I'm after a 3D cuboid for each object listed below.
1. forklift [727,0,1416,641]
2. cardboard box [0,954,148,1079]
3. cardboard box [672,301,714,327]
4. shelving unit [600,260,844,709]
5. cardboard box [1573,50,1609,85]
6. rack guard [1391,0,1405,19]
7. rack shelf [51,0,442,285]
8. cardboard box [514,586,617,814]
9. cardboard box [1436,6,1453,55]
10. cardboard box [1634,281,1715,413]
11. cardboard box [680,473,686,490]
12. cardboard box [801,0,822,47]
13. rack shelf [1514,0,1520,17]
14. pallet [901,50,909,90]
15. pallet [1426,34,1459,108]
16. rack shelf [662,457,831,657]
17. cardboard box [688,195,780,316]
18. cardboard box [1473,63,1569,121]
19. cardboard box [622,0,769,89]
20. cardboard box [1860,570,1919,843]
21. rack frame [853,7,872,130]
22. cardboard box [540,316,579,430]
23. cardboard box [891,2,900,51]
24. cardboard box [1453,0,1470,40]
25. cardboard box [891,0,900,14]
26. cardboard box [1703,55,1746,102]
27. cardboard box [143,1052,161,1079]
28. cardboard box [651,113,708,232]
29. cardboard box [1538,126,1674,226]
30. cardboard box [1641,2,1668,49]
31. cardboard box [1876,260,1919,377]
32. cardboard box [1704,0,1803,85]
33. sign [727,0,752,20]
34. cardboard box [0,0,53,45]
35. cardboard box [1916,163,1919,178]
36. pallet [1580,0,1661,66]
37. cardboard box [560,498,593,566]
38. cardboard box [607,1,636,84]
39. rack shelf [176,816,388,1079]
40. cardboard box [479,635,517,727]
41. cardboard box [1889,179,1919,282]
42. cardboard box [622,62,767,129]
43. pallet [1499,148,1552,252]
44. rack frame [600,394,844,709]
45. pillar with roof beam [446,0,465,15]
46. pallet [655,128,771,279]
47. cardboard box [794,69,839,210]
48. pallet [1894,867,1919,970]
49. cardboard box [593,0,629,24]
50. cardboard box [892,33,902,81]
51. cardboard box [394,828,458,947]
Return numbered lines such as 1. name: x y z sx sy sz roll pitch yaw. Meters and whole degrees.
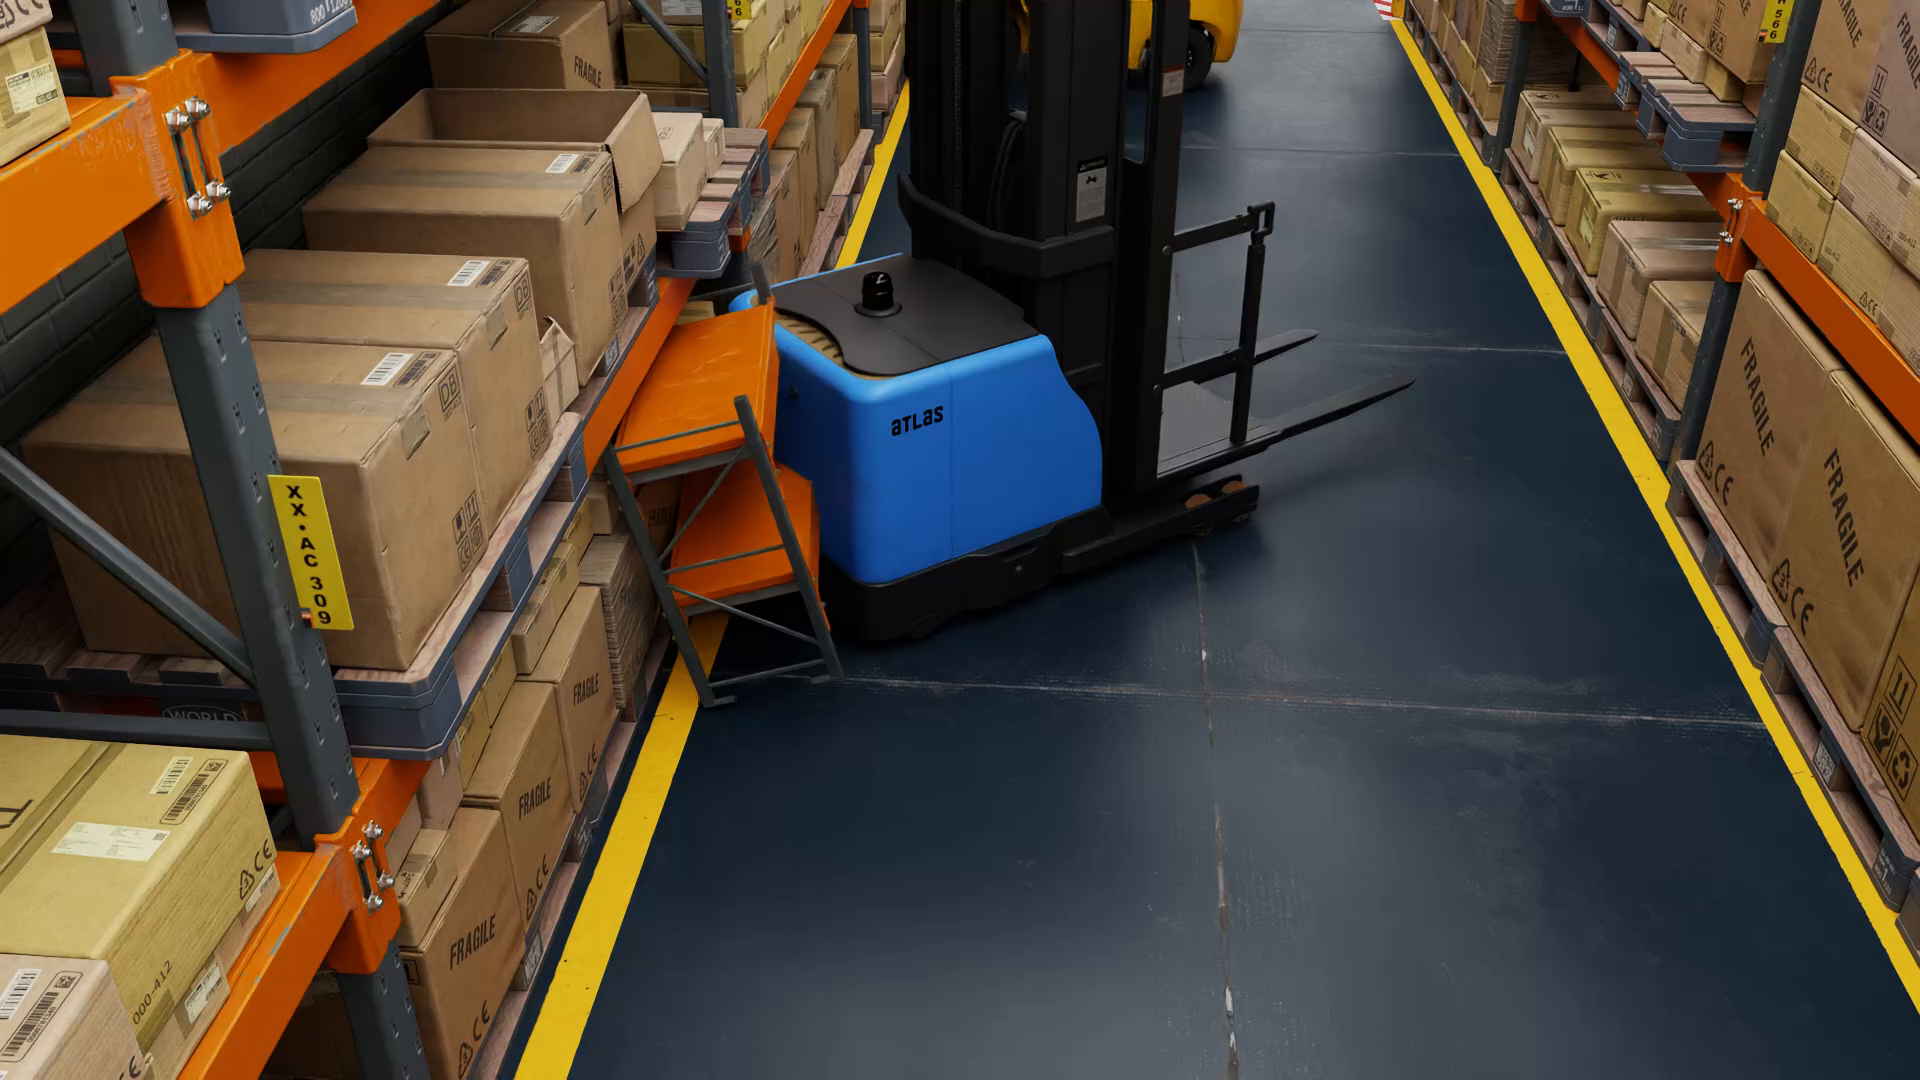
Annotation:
1. forklift: 0.623 -1.475 6.349 3.031 2.935 1.130 -20 37 -29
2. cardboard box: -1.547 0.852 2.367 0.500 0.250 0.500 3 32 4
3. cardboard box: -1.185 -0.837 6.614 0.380 0.149 0.250 1 32 2
4. shelving unit: -0.801 -0.211 5.871 0.538 1.125 1.048 -13 33 5
5. cardboard box: 4.193 -3.222 10.625 0.500 0.500 0.500 4 32 6
6. rack guard: 4.195 -4.585 13.713 1.175 0.500 0.348 2 32 4
7. rack shelf: -1.560 -1.641 4.380 1.077 0.370 4.000 2 32 4
8. cardboard box: -1.381 0.478 5.097 0.500 0.500 0.500 2 32 3
9. cardboard box: 3.779 -3.735 12.172 0.500 0.250 0.500 5 32 7
10. cardboard box: 3.606 -0.861 7.392 0.950 0.372 0.625 0 32 1
11. cardboard box: -1.269 -0.339 6.423 0.500 0.500 0.500 2 32 3
12. cardboard box: -0.993 -2.677 8.378 0.500 0.250 0.500 3 32 6
13. rack shelf: 4.039 -4.337 11.614 1.077 0.370 4.000 2 32 4
14. pallet: -0.868 -3.674 12.510 1.003 0.211 1.213 2 32 4
15. pallet: 3.992 -3.403 12.070 1.003 0.211 1.213 2 32 4
16. rack shelf: -0.746 -0.014 6.004 0.538 0.278 1.000 -13 33 5
17. cardboard box: -1.333 -1.209 7.716 0.875 0.625 0.625 3 32 6
18. cardboard box: 3.656 -2.926 10.860 0.500 0.250 0.500 4 32 6
19. cardboard box: -1.093 -2.085 6.941 0.500 0.250 0.500 2 32 4
20. cardboard box: 3.261 0.511 4.686 0.875 0.875 0.875 3 32 5
21. rack frame: -1.072 -3.807 10.069 1.000 3.000 0.127 2 32 4
22. cardboard box: -1.227 -0.456 4.358 0.396 0.266 0.258 4 32 6
23. cardboard box: -0.686 -3.532 11.366 0.500 0.250 0.500 2 32 4
24. cardboard box: 3.737 -3.778 11.528 0.500 0.500 0.500 4 32 7
25. cardboard box: -0.668 -3.748 11.240 0.500 0.250 0.500 3 32 4
26. cardboard box: 3.292 -1.902 6.817 0.380 0.149 0.250 3 32 5
27. cardboard box: -1.494 0.934 2.614 0.380 0.149 0.250 3 32 5
28. cardboard box: -1.161 -1.265 5.687 0.500 0.250 0.500 1 32 2
29. cardboard box: 3.781 -2.007 9.252 0.950 0.372 0.625 4 32 7
30. cardboard box: 3.305 -2.312 7.481 0.380 0.149 0.250 3 32 5
31. cardboard box: 3.187 -0.653 5.094 0.500 0.250 0.500 3 32 6
32. cardboard box: 3.310 -2.103 6.525 0.500 0.500 0.500 2 32 3
33. sign: -0.856 -2.157 6.362 0.100 0.325 0.005 2 32 4
34. cardboard box: -1.513 -0.701 2.029 0.500 0.250 0.500 3 32 4
35. cardboard box: 3.178 -1.197 4.785 0.500 0.500 0.500 3 32 5
36. pallet: 3.671 -2.461 8.067 1.003 0.211 1.213 2 32 4
37. cardboard box: -1.392 -0.019 5.286 0.380 0.149 0.250 3 32 4
38. cardboard box: -1.638 -2.111 6.984 0.500 0.250 0.500 3 32 5
39. rack shelf: -1.886 1.728 1.773 1.077 0.370 4.000 2 32 4
40. cardboard box: -1.465 0.382 4.635 0.380 0.149 0.250 2 32 3
41. cardboard box: 3.167 -0.870 4.969 0.500 0.250 0.500 2 32 4
42. cardboard box: -1.118 -1.874 7.074 0.500 0.250 0.500 3 32 4
43. pallet: 3.814 -2.003 9.799 1.003 0.211 1.213 2 32 4
44. rack frame: -0.772 0.066 5.447 0.500 1.125 0.032 -13 33 5
45. pillar with roof beam: 2.101 -4.806 5.971 9.100 9.000 0.400 2 32 4
46. pallet: -1.383 -1.277 6.145 1.213 0.211 1.003 2 32 4
47. cardboard box: -1.174 -2.296 9.480 0.875 0.625 0.625 2 32 3
48. pallet: 3.212 1.366 4.332 1.003 0.211 1.213 2 32 4
49. cardboard box: -1.573 -2.213 6.769 0.380 0.149 0.250 3 32 6
50. cardboard box: -0.676 -3.321 11.500 0.500 0.250 0.500 2 32 3
51. cardboard box: -1.429 0.809 3.942 0.380 0.149 0.250 4 32 6
